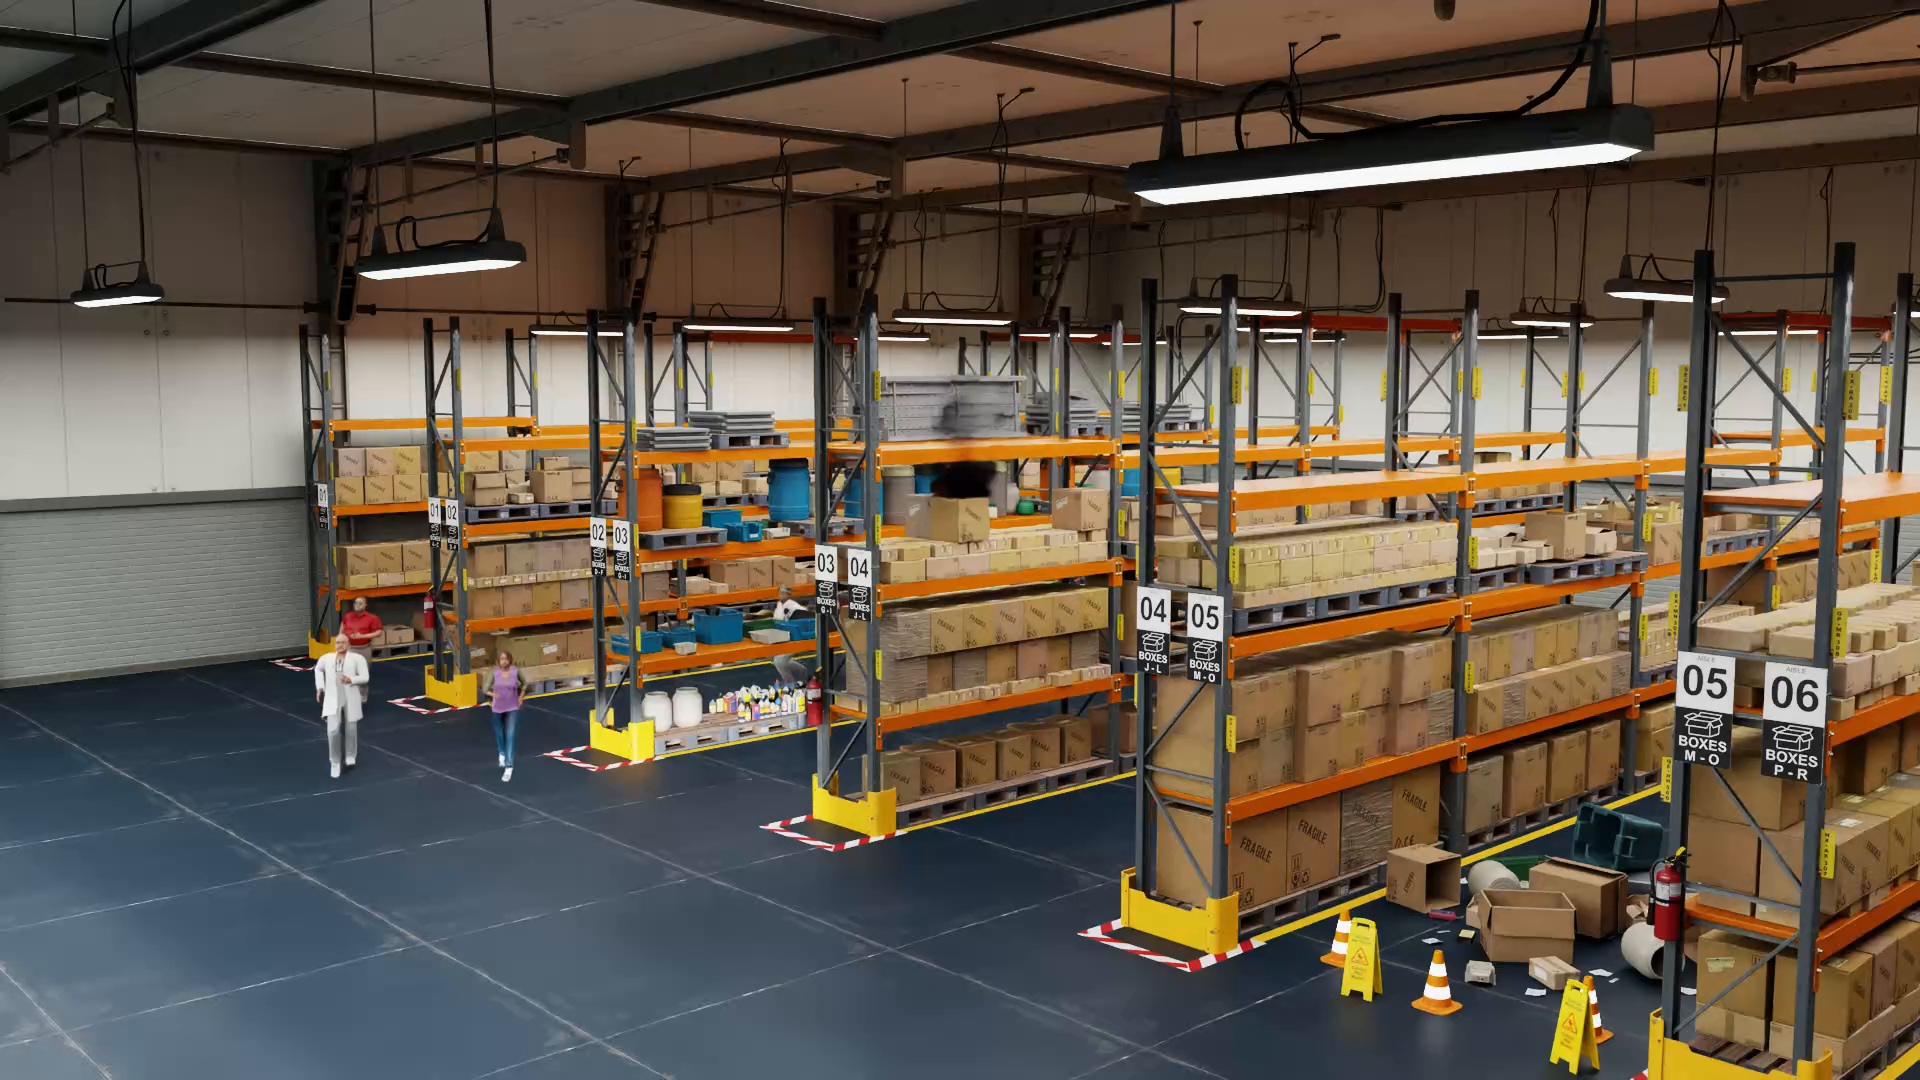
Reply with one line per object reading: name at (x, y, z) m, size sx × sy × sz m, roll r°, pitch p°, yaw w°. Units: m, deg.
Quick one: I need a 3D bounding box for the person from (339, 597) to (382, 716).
person at (-9.179, 1.757, 25.396) m, size 0.713 × 1.788 × 0.797 m, roll -1°, pitch 6°, yaw -11°

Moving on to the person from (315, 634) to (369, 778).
person at (-7.959, 2.126, 21.445) m, size 0.673 × 1.845 × 0.819 m, roll -2°, pitch 6°, yaw -18°

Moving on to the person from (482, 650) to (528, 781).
person at (-5.820, 2.201, 21.284) m, size 0.543 × 1.611 × 0.843 m, roll -1°, pitch 6°, yaw -10°

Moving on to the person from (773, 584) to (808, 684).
person at (-2.804, 1.580, 27.002) m, size 0.698 × 1.742 × 0.594 m, roll 6°, pitch 8°, yaw 44°
